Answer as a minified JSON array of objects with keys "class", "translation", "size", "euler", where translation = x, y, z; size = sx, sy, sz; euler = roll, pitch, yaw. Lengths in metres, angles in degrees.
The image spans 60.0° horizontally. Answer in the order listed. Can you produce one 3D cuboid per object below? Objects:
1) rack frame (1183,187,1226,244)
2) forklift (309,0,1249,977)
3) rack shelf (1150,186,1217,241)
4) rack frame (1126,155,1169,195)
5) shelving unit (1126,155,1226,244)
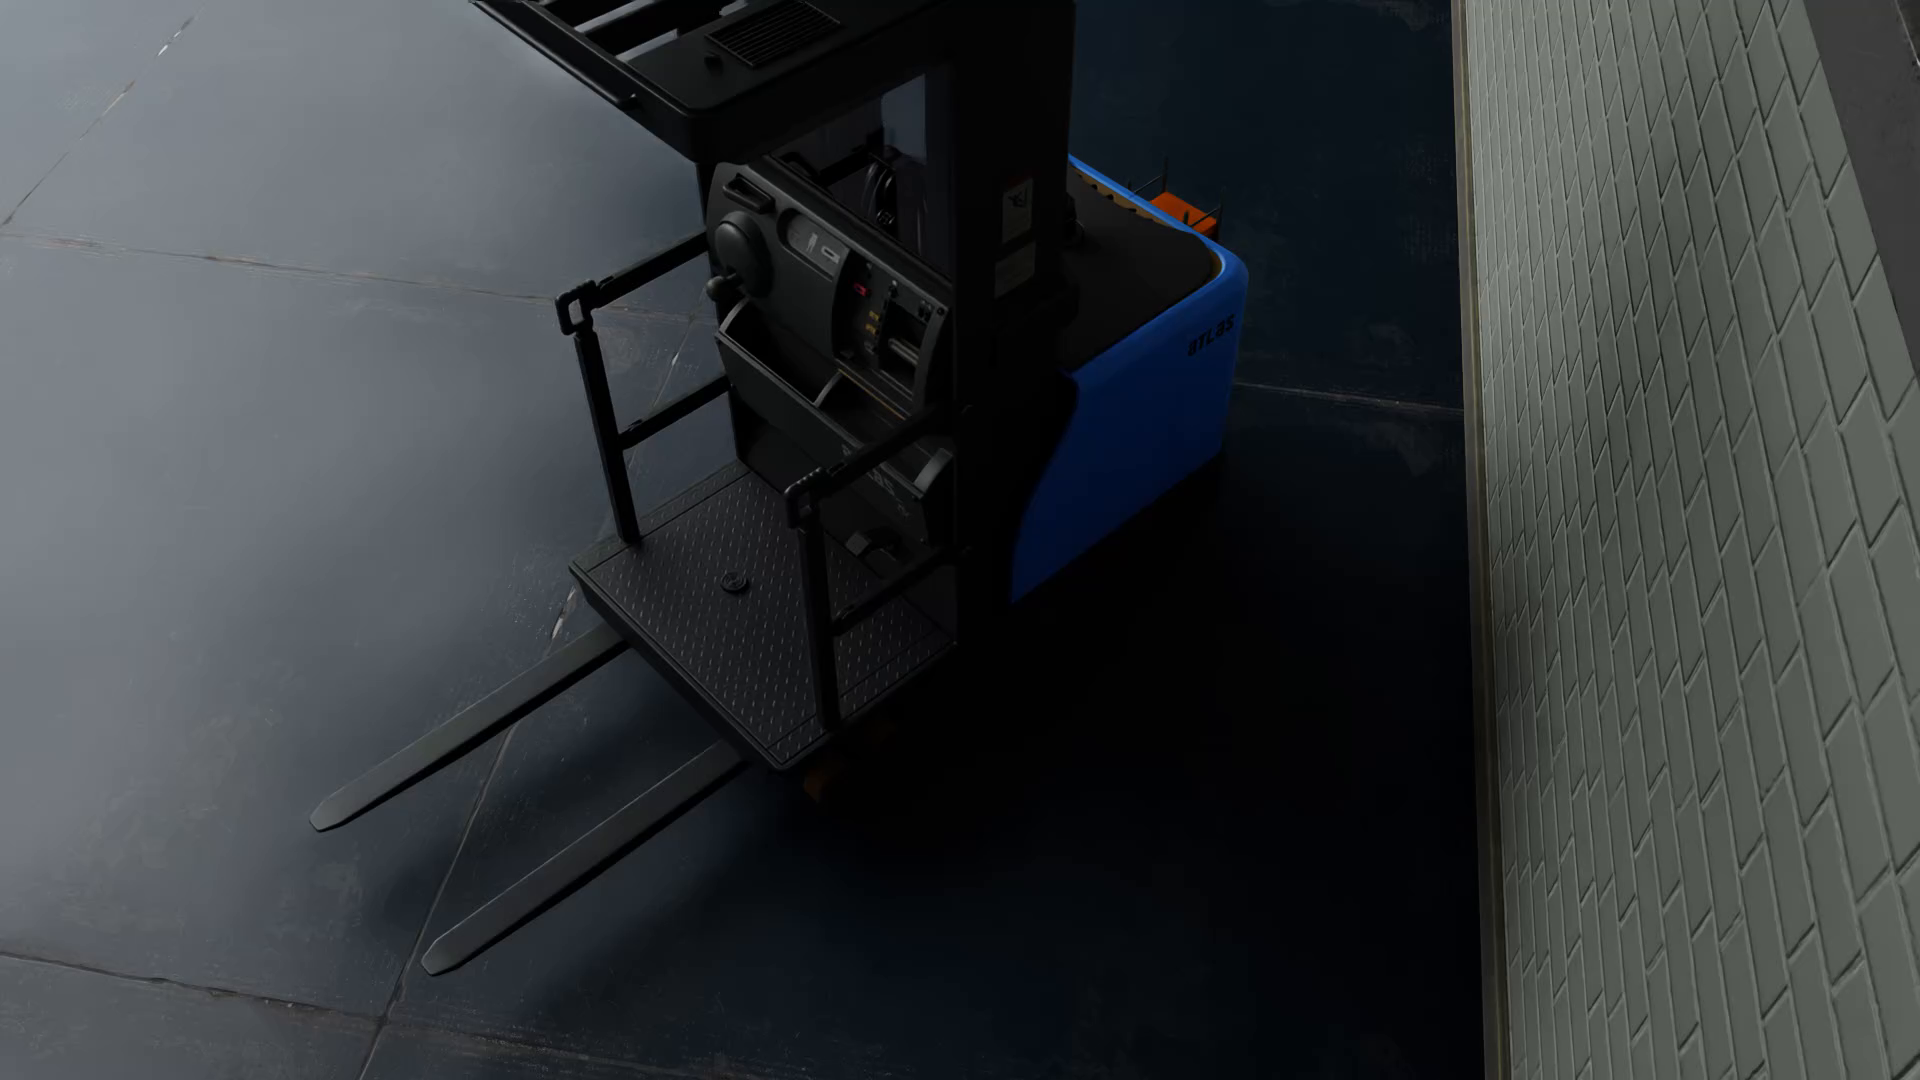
[{"class":"rack frame","translation":[0.784,-0.735,5.705],"size":[0.200,1.050,0.008],"euler":[-35,57,-28]},{"class":"forklift","translation":[-0.521,-0.620,4.336],"size":[3.031,2.935,1.130],"euler":[-35,57,-27]},{"class":"rack shelf","translation":[0.700,-0.983,5.560],"size":[0.215,0.259,0.240],"euler":[-35,57,-28]},{"class":"rack frame","translation":[0.615,-0.866,5.823],"size":[0.200,1.050,0.008],"euler":[-35,57,-28]},{"class":"shelving unit","translation":[0.700,-0.801,5.764],"size":[0.215,1.050,0.252],"euler":[-35,57,-28]}]
